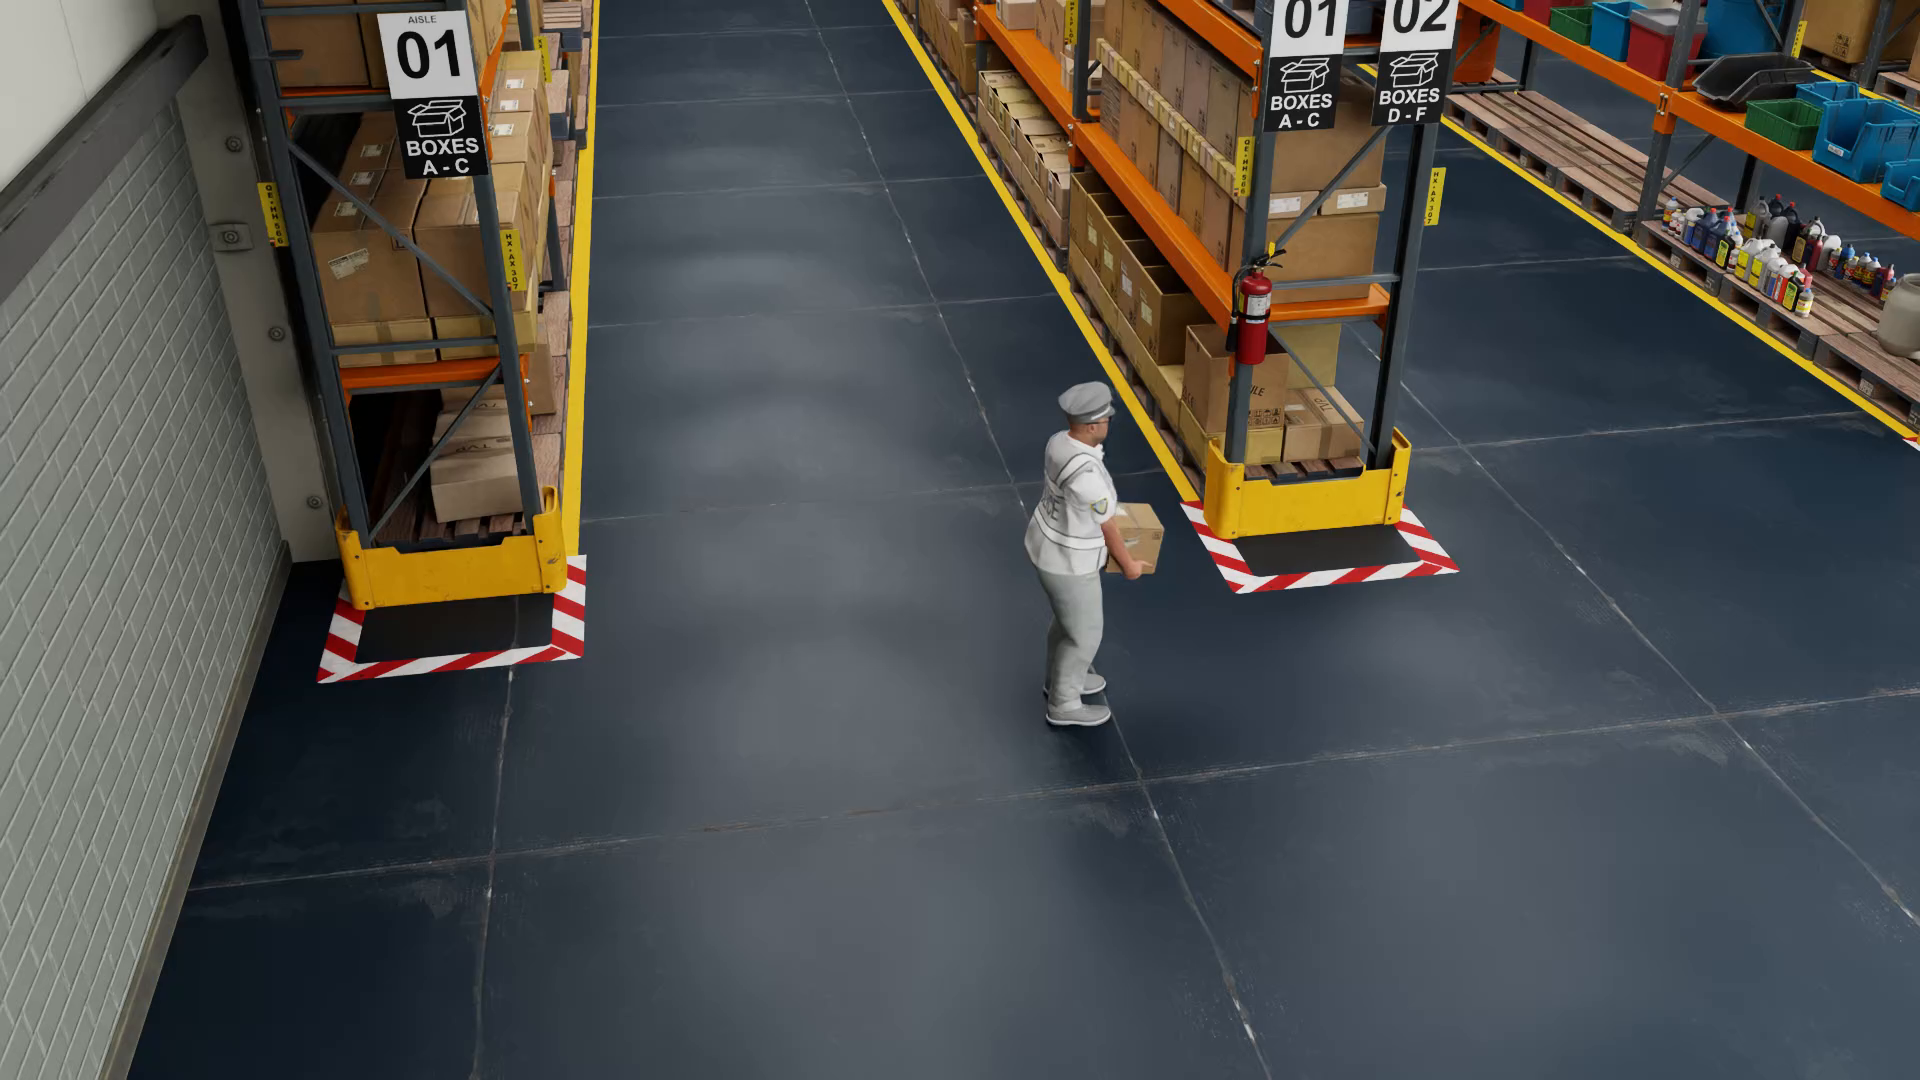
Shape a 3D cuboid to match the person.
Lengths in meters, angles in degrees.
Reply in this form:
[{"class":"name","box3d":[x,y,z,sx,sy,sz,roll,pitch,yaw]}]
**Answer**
[{"class":"person","box3d":[0.609,0.063,8.023,0.583,1.761,0.488,-6,31,-10]}]
